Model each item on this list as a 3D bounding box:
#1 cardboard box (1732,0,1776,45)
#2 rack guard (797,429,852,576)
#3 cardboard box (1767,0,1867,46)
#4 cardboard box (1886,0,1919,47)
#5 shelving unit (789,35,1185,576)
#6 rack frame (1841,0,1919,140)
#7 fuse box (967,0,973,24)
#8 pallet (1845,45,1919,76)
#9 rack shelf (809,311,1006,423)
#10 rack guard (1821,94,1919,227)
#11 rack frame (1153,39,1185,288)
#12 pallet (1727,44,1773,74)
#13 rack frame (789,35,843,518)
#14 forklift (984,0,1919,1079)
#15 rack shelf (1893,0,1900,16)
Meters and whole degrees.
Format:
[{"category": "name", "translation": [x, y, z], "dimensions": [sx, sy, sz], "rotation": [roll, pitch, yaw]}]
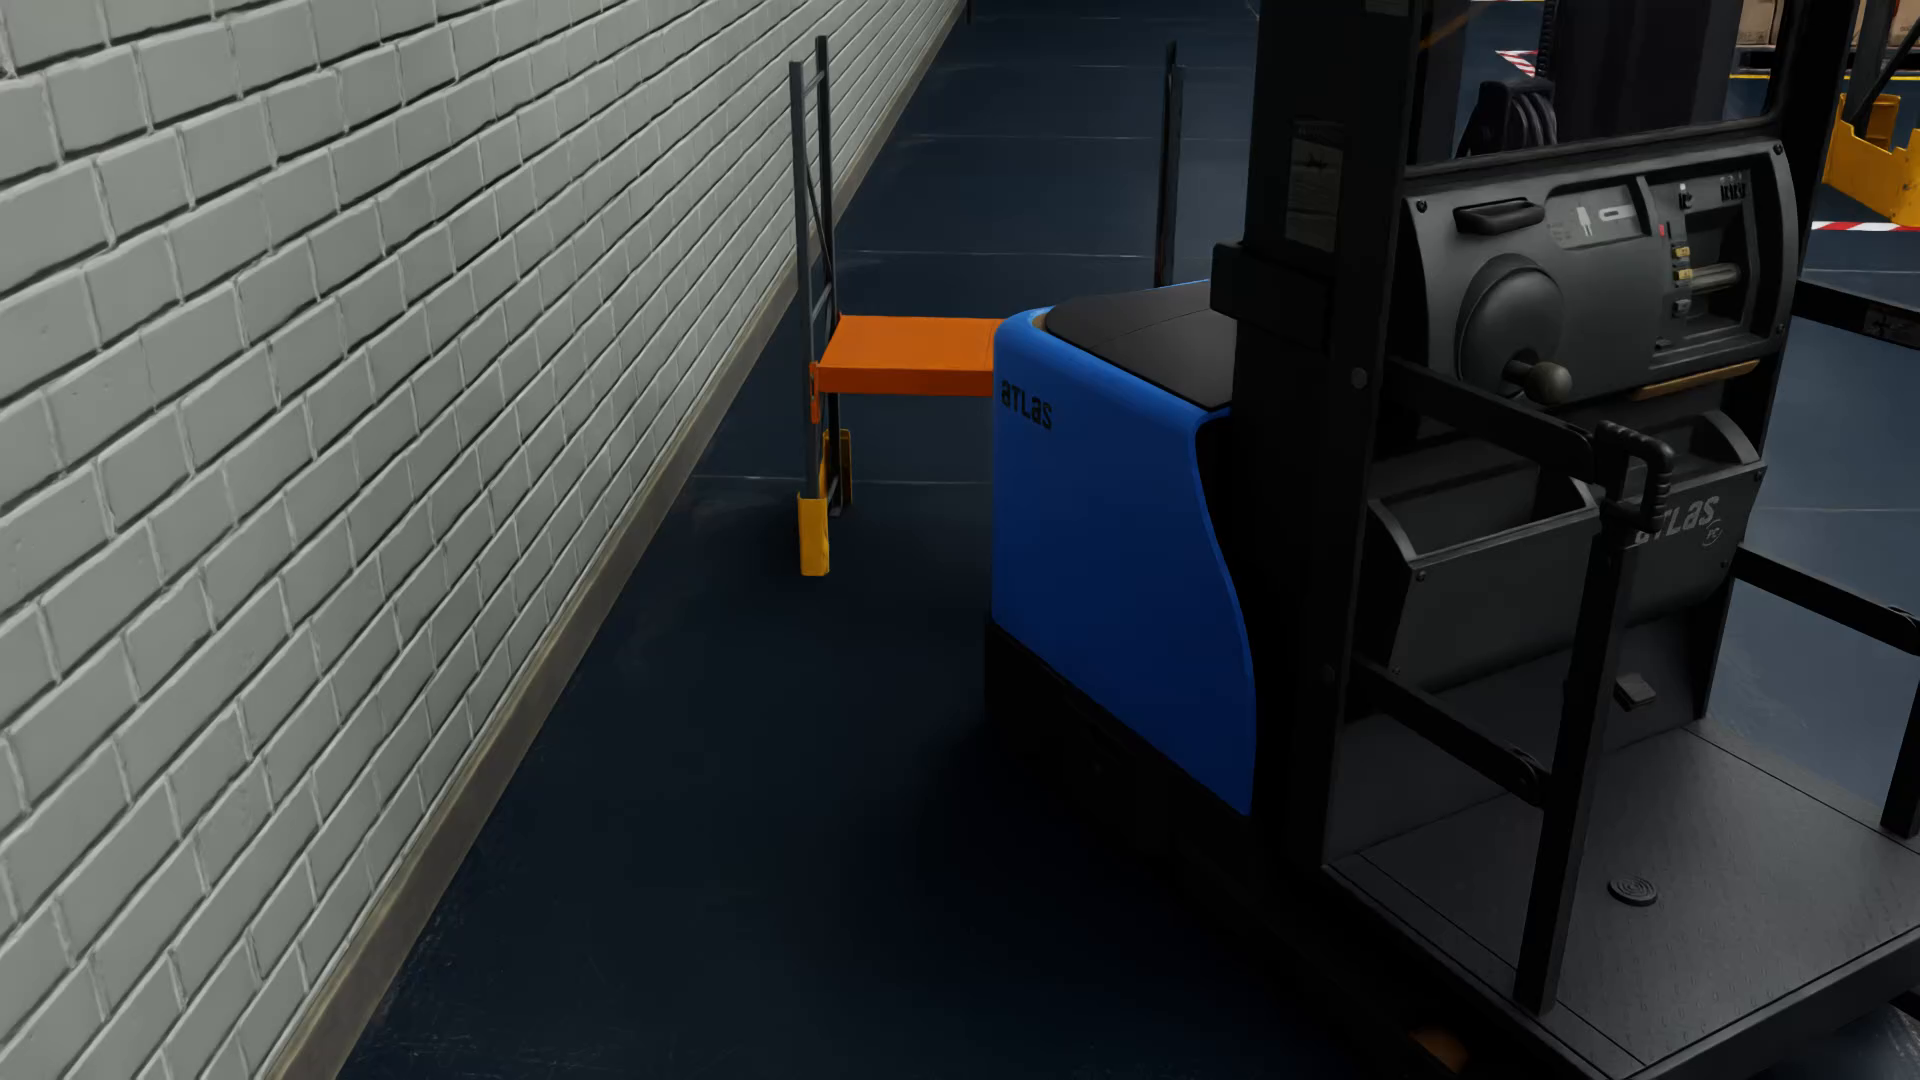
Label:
[{"category": "cardboard box", "translation": [6.111, -4.390, 13.765], "dimensions": [0.875, 0.438, 0.875], "rotation": [1, 25, 2]}, {"category": "rack guard", "translation": [-0.421, -0.127, 5.227], "dimensions": [0.087, 0.250, 0.587], "rotation": [2, 25, 4]}, {"category": "cardboard box", "translation": [7.024, -4.364, 13.709], "dimensions": [0.875, 0.438, 0.875], "rotation": [2, 25, 5]}, {"category": "cardboard box", "translation": [7.923, -4.335, 13.645], "dimensions": [0.875, 0.438, 0.875], "rotation": [1, 25, 2]}, {"category": "shelving unit", "translation": [0.076, -0.679, 4.931], "dimensions": [1.083, 1.500, 0.587], "rotation": [2, 25, 4]}, {"category": "rack frame", "translation": [5.167, -3.276, 8.782], "dimensions": [0.127, 3.000, 1.000], "rotation": [2, 25, 4]}, {"category": "fuse box", "translation": [0.127, -5.799, 15.805], "dimensions": [0.414, 1.711, 0.539], "rotation": [2, 25, 4]}, {"category": "pallet", "translation": [7.461, -4.043, 13.783], "dimensions": [1.213, 0.211, 1.003], "rotation": [2, 25, 4]}, {"category": "rack shelf", "translation": [0.085, -0.515, 5.006], "dimensions": [1.000, 0.185, 0.538], "rotation": [2, 25, 4]}, {"category": "rack guard", "translation": [5.242, -2.138, 9.299], "dimensions": [0.348, 0.500, 1.175], "rotation": [2, 25, 4]}, {"category": "rack frame", "translation": [0.592, -0.662, 4.895], "dimensions": [0.032, 1.500, 0.500], "rotation": [2, 25, 4]}, {"category": "pallet", "translation": [6.248, -4.083, 13.871], "dimensions": [1.213, 0.211, 1.003], "rotation": [2, 25, 4]}, {"category": "rack frame", "translation": [-0.422, -0.695, 4.966], "dimensions": [0.032, 1.500, 0.500], "rotation": [2, 25, 4]}, {"category": "forklift", "translation": [1.234, -0.441, 2.702], "dimensions": [1.130, 2.935, 3.031], "rotation": [-14, 28, -27]}, {"category": "rack shelf", "translation": [7.161, -2.886, 8.793], "dimensions": [4.000, 0.370, 1.077], "rotation": [2, 25, 4]}]
